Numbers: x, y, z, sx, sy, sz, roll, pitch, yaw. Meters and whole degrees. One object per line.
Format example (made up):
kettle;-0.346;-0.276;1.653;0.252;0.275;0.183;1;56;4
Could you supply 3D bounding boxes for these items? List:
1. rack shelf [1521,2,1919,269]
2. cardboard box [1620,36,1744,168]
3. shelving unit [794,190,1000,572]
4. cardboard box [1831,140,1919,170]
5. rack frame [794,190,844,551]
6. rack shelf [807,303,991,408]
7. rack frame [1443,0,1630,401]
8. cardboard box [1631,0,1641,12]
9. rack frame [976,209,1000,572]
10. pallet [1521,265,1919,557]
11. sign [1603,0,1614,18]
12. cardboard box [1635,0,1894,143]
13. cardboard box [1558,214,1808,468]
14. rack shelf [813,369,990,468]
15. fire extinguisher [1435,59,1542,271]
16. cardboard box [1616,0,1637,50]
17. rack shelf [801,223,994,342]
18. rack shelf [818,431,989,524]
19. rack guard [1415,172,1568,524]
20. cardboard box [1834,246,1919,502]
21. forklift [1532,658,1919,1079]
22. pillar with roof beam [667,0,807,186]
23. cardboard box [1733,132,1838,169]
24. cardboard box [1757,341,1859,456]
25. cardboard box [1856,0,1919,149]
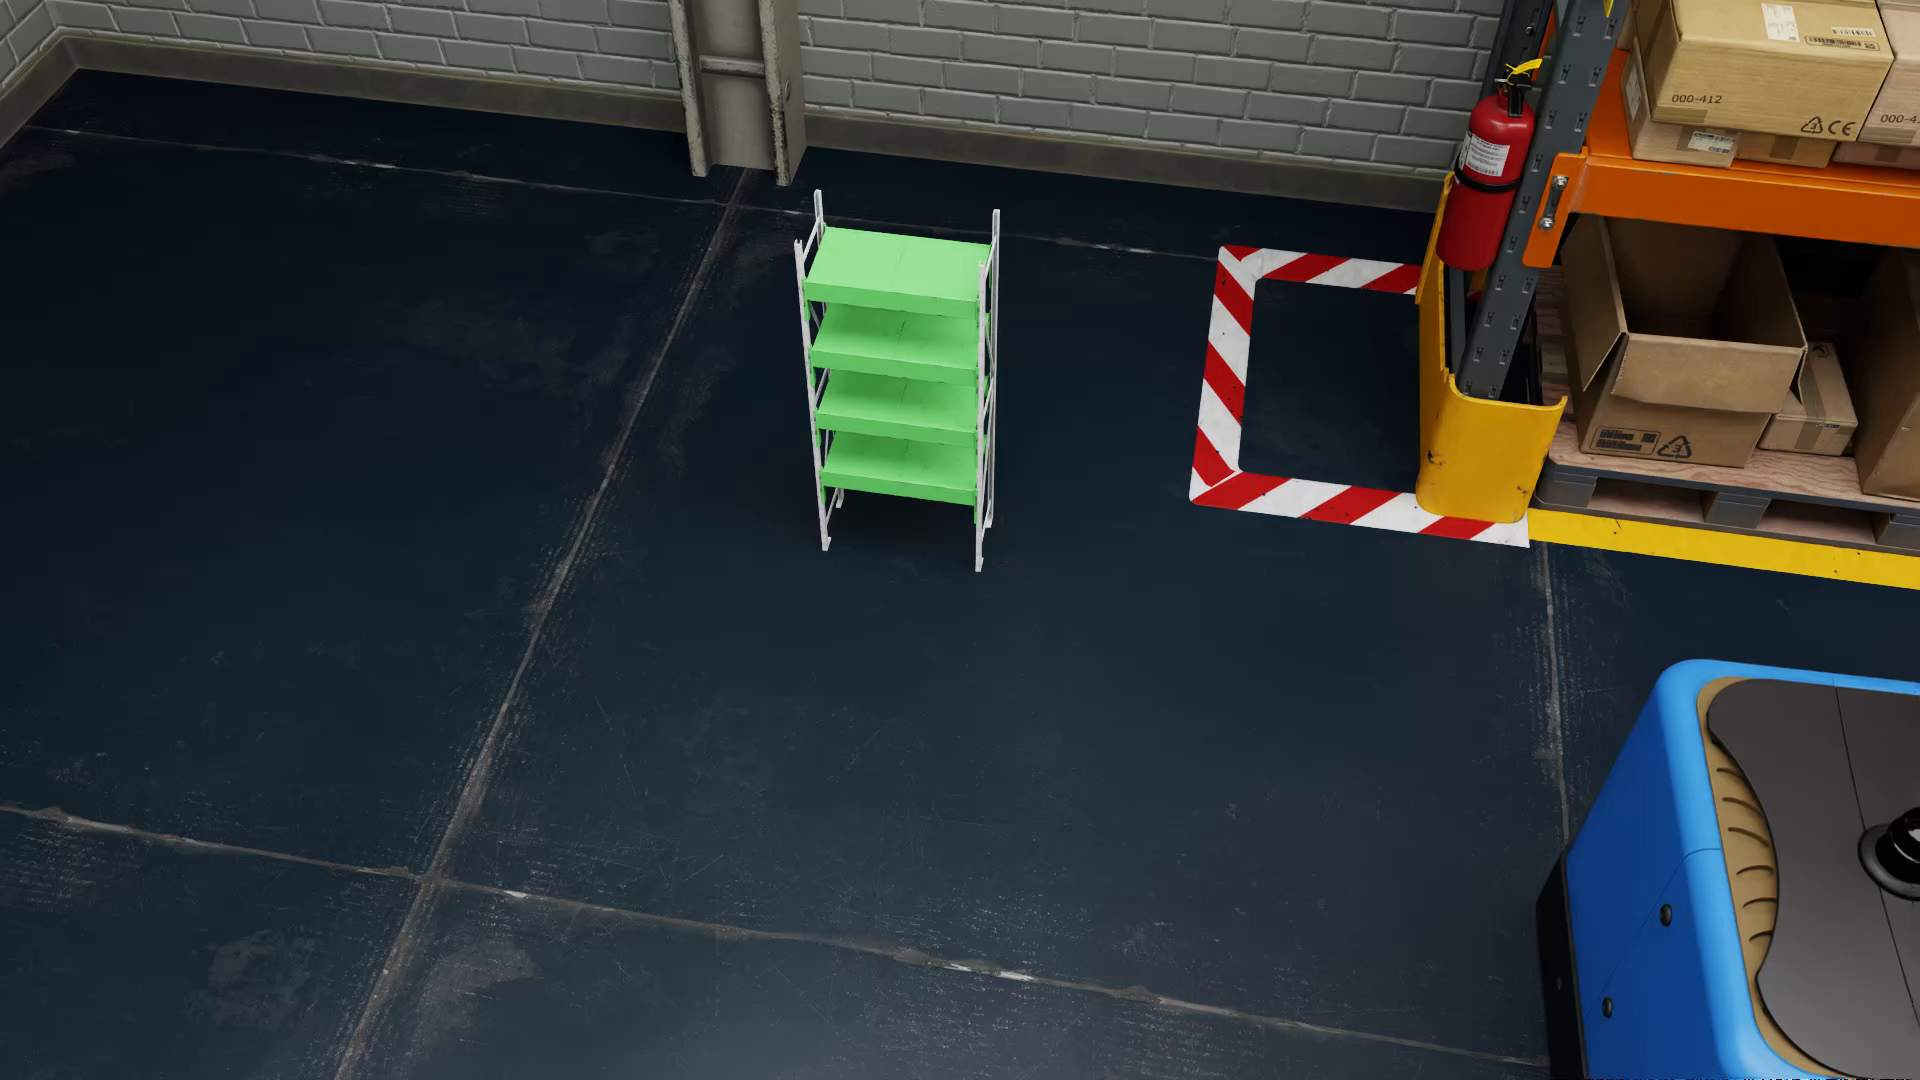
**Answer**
rack shelf;3.629;-1.002;4.617;4.000;0.370;1.077;8;49;7
cardboard box;1.935;-1.179;4.461;0.250;0.149;0.380;7;48;7
shelving unit;-0.163;-0.423;4.823;0.503;1.200;0.258;8;49;7
cardboard box;2.458;-1.169;4.453;0.250;0.149;0.380;7;48;6
rack frame;-0.403;-0.455;4.852;0.015;1.200;0.240;8;49;7
rack shelf;-0.163;-0.541;4.692;0.480;0.148;0.258;8;49;7
rack frame;1.661;-1.507;4.587;0.127;3.000;1.000;8;49;7
cardboard box;2.160;-1.690;4.652;0.500;0.250;0.500;9;49;8
rack frame;0.077;-0.391;4.794;0.015;1.200;0.240;8;49;7
pallet;2.520;-0.460;5.522;1.213;0.211;1.003;8;49;7
sign;1.564;-1.399;3.908;0.005;0.325;0.100;8;49;7
cardboard box;2.059;-1.299;4.301;0.500;0.250;0.500;8;49;7
cardboard box;2.246;-0.663;5.225;0.637;0.503;0.797;6;48;5
rack shelf;-0.163;-0.380;4.871;0.480;0.148;0.258;8;49;7
fire extinguisher;1.434;-1.037;4.468;0.183;0.674;0.296;8;49;7
cardboard box;2.034;-1.575;4.818;0.250;0.149;0.380;7;48;6
rack shelf;-0.163;-0.701;4.514;0.480;0.148;0.258;8;49;7
rack shelf;-0.163;-0.220;5.049;0.480;0.148;0.258;8;49;7
rack guard;1.735;-0.661;5.508;0.348;0.500;1.175;8;49;7
cardboard box;3.080;-0.520;5.099;0.500;0.500;0.700;9;49;8
forklift;2.916;0.499;2.831;3.031;2.935;1.130;6;48;5
pillar with roof beam;-1.598;-1.377;0.438;0.400;9.000;9.100;8;49;7
cardboard box;2.194;-1.179;4.461;0.250;0.149;0.380;9;49;8
cardboard box;2.657;-0.459;5.280;0.250;0.149;0.380;6;48;5
cardboard box;2.555;-1.232;4.242;0.500;0.250;0.500;8;49;7
